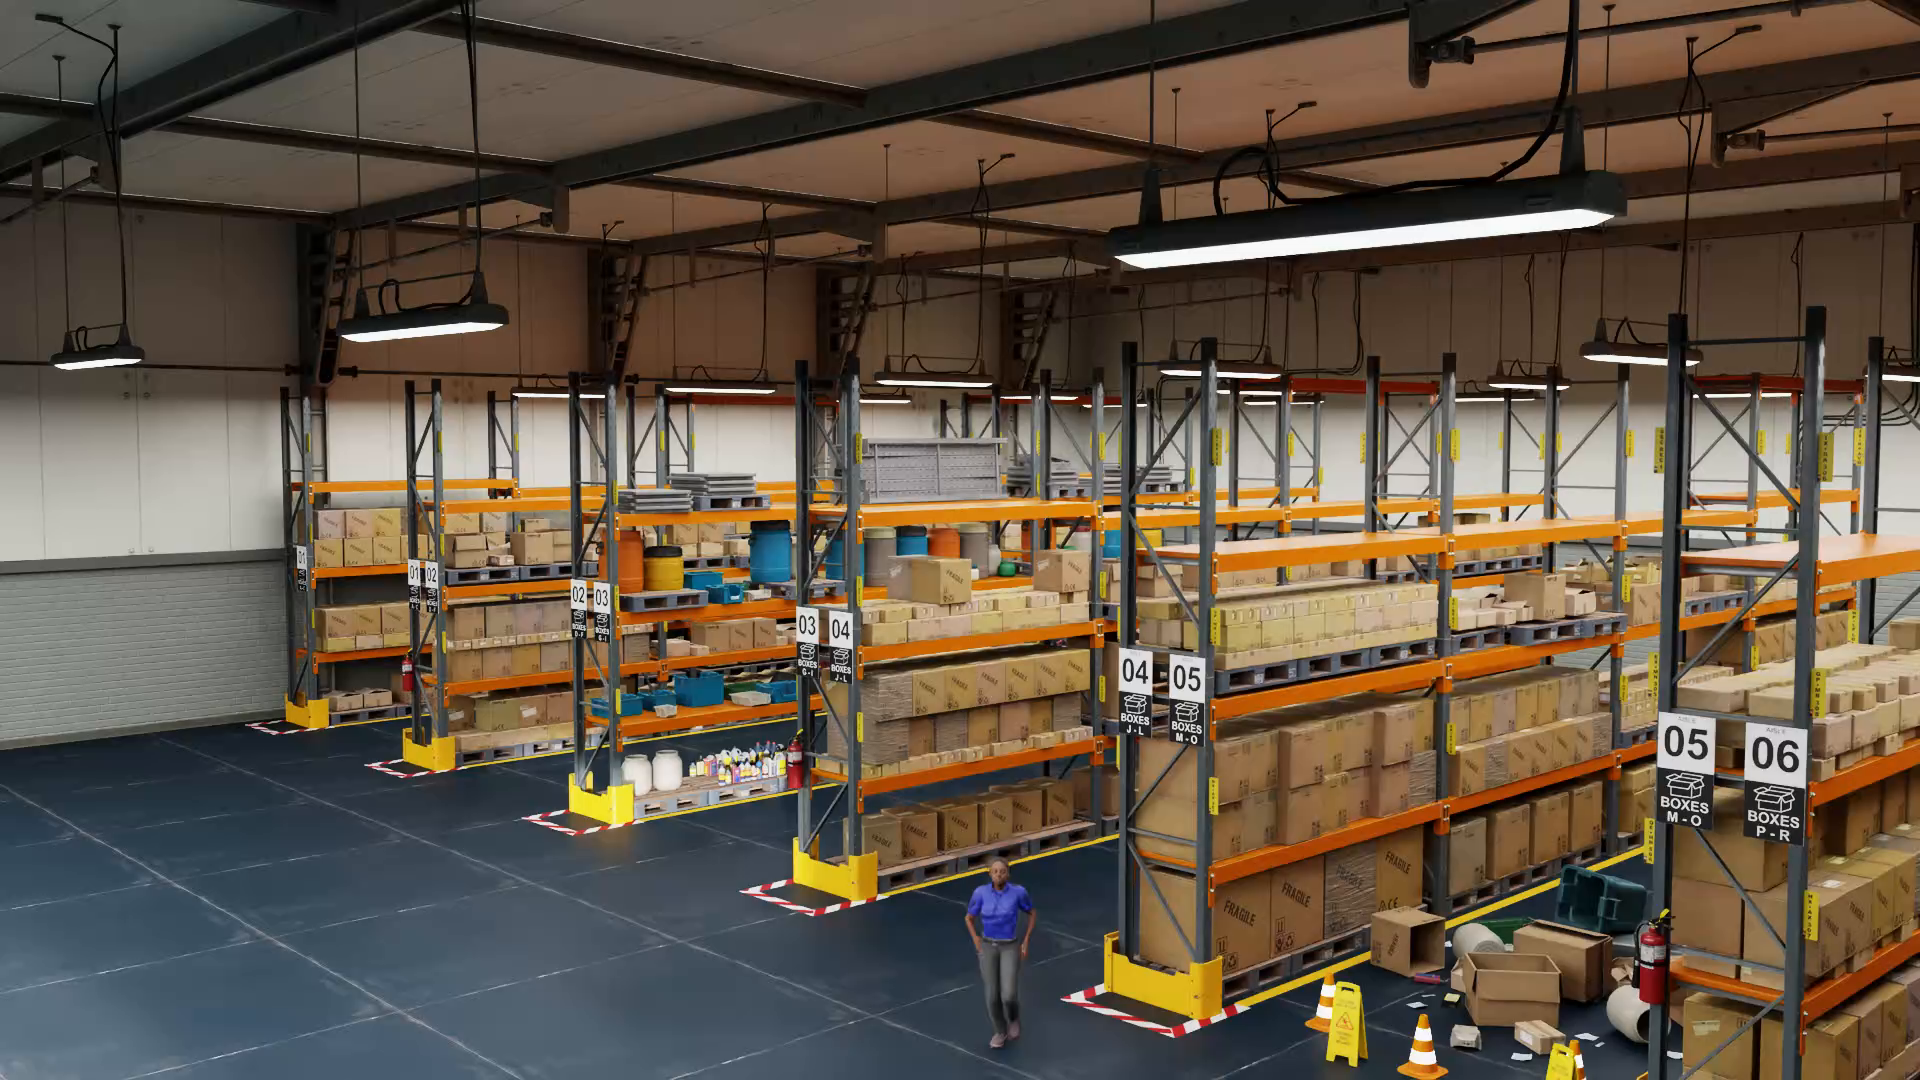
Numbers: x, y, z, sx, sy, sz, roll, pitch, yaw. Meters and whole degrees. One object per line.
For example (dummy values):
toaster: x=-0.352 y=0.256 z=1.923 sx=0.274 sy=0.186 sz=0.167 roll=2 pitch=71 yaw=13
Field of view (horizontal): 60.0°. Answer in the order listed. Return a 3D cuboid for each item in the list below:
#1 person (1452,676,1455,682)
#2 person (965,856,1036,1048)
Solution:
person: x=7.151 y=2.767 z=24.581 sx=0.583 sy=1.650 sz=0.573 roll=-4 pitch=5 yaw=-44
person: x=0.327 y=3.463 z=13.938 sx=0.592 sy=1.621 sz=0.543 roll=1 pitch=4 yaw=8
